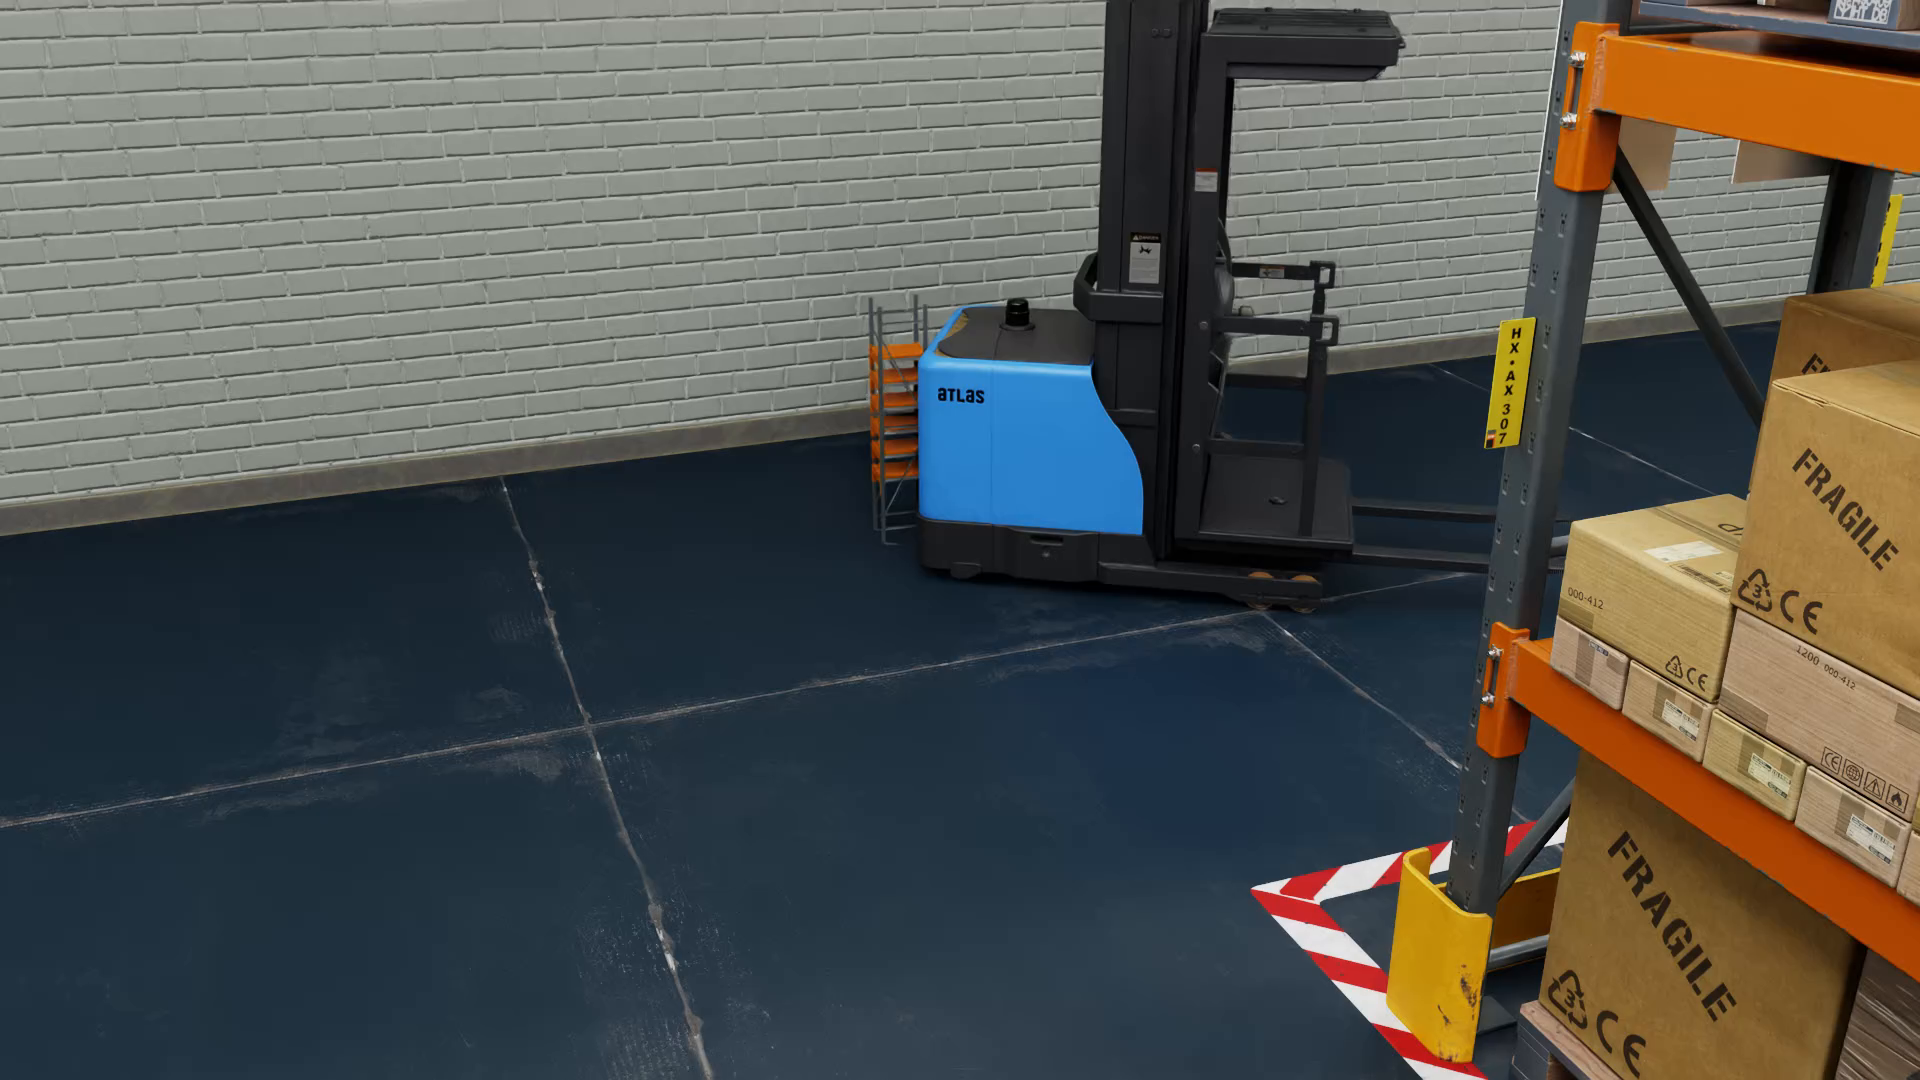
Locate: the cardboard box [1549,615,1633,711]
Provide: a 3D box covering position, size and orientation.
[{"bbox_3d":[1.687,0.269,4.074,0.380,0.149,0.250,-8,24,-18],"label":"cardboard box"}]

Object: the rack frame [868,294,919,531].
[{"bbox_3d":[-0.318,-0.610,8.153,0.240,1.200,0.006,-6,24,-14],"label":"rack frame"}]

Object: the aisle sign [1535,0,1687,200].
[{"bbox_3d":[1.564,-1.204,3.898,0.394,0.787,0.004,-8,24,-19],"label":"aisle sign"}]

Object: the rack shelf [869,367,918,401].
[{"bbox_3d":[-0.294,-0.756,7.996,0.258,0.103,0.180,-6,24,-14],"label":"rack shelf"}]

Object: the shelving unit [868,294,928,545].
[{"bbox_3d":[-0.294,-0.576,8.072,0.258,1.200,0.189,-6,24,-14],"label":"shelving unit"}]

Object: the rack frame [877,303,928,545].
[{"bbox_3d":[-0.269,-0.542,7.990,0.240,1.200,0.006,-6,24,-14],"label":"rack frame"}]

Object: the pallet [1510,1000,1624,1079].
[{"bbox_3d":[2.226,1.544,4.316,1.003,0.211,1.213,-8,24,-19],"label":"pallet"}]

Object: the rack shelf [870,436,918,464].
[{"bbox_3d":[-0.294,-0.424,8.135,0.258,0.103,0.180,-6,24,-14],"label":"rack shelf"}]

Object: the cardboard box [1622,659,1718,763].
[{"bbox_3d":[1.779,0.362,3.853,0.380,0.149,0.250,-9,24,-20],"label":"cardboard box"}]

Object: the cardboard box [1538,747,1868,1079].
[{"bbox_3d":[2.171,0.986,4.244,0.875,0.875,0.875,-8,24,-19],"label":"cardboard box"}]

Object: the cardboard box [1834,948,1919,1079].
[{"bbox_3d":[2.492,1.317,3.459,0.875,0.875,0.875,-8,24,-19],"label":"cardboard box"}]

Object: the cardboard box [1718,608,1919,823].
[{"bbox_3d":[1.977,0.310,3.462,0.500,0.250,0.500,-9,24,-20],"label":"cardboard box"}]

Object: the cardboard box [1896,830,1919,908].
[{"bbox_3d":[2.051,0.642,3.188,0.380,0.149,0.250,-9,24,-20],"label":"cardboard box"}]

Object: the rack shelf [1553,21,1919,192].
[{"bbox_3d":[2.576,-0.345,2.271,1.077,0.370,4.000,-8,24,-19],"label":"rack shelf"}]

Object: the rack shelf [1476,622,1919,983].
[{"bbox_3d":[2.576,1.037,2.854,1.077,0.370,4.000,-8,24,-19],"label":"rack shelf"}]

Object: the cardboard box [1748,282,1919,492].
[{"bbox_3d":[2.288,-0.294,3.930,0.500,0.500,0.500,-8,24,-18],"label":"cardboard box"}]

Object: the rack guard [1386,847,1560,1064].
[{"bbox_3d":[1.861,1.122,4.945,1.175,0.500,0.348,-8,24,-19],"label":"rack guard"}]

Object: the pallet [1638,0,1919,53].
[{"bbox_3d":[2.142,-1.095,3.237,1.003,0.211,1.213,-8,24,-19],"label":"pallet"}]

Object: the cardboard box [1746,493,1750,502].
[{"bbox_3d":[2.289,0.050,4.078,0.500,0.250,0.500,-9,24,-20],"label":"cardboard box"}]

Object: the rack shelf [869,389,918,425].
[{"bbox_3d":[-0.294,-0.646,8.042,0.258,0.103,0.180,-6,24,-14],"label":"rack shelf"}]

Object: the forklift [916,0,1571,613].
[{"bbox_3d":[1.364,-1.248,7.437,3.031,2.935,1.130,4,23,10],"label":"forklift"}]

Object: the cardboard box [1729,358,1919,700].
[{"bbox_3d":[1.964,-0.042,3.331,0.500,0.500,0.500,-9,24,-20],"label":"cardboard box"}]

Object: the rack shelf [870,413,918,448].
[{"bbox_3d":[-0.294,-0.535,8.089,0.258,0.103,0.180,-6,24,-14],"label":"rack shelf"}]

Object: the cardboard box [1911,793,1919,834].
[{"bbox_3d":[2.151,0.493,3.028,0.500,0.250,0.500,-9,25,-21],"label":"cardboard box"}]

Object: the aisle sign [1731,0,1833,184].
[{"bbox_3d":[2.125,-1.286,4.093,0.394,0.787,0.004,-8,24,-19],"label":"aisle sign"}]

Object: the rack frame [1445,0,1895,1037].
[{"bbox_3d":[1.870,-0.021,4.438,1.000,3.000,0.127,-8,24,-19],"label":"rack frame"}]

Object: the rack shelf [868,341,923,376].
[{"bbox_3d":[-0.294,-0.867,7.949,0.258,0.103,0.180,-6,24,-14],"label":"rack shelf"}]

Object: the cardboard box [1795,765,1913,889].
[{"bbox_3d":[1.963,0.549,3.408,0.380,0.149,0.250,-9,24,-20],"label":"cardboard box"}]

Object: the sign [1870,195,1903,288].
[{"bbox_3d":[2.382,-0.733,4.332,0.100,0.325,0.005,-8,24,-19],"label":"sign"}]

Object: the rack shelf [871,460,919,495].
[{"bbox_3d":[-0.294,-0.314,8.182,0.258,0.103,0.180,-6,24,-14],"label":"rack shelf"}]

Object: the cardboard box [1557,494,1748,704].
[{"bbox_3d":[1.787,0.122,3.908,0.500,0.250,0.500,-9,24,-20],"label":"cardboard box"}]

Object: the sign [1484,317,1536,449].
[{"bbox_3d":[1.349,-0.383,4.079,0.100,0.325,0.005,-8,24,-19],"label":"sign"}]

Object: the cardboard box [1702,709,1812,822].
[{"bbox_3d":[1.869,0.455,3.632,0.380,0.149,0.250,-9,24,-20],"label":"cardboard box"}]
